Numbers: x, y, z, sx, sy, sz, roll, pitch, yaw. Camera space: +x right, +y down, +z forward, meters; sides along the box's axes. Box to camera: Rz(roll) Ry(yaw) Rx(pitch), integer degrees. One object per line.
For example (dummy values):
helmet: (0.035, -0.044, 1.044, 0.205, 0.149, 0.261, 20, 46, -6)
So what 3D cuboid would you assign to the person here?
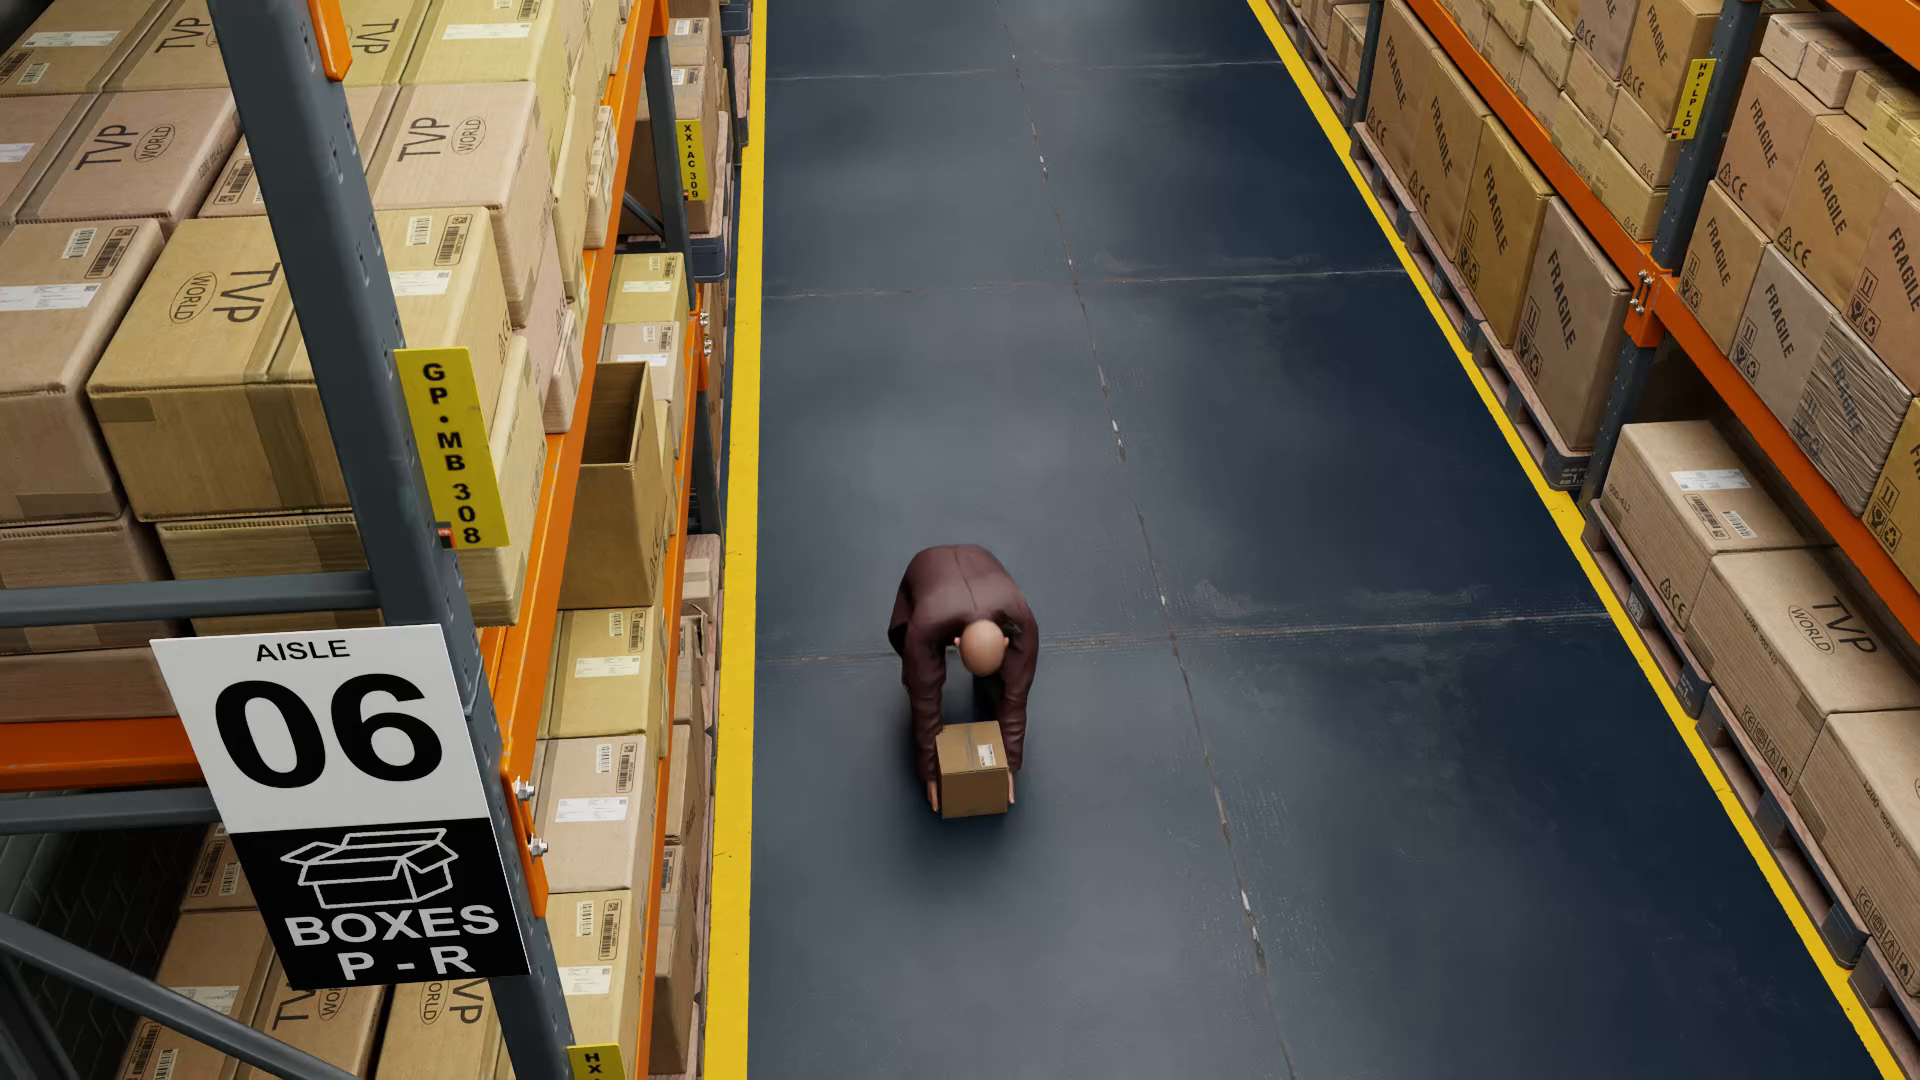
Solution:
person: (0.015, 0.456, 6.466, 0.582, 0.849, 1.011, -3, 39, -4)
